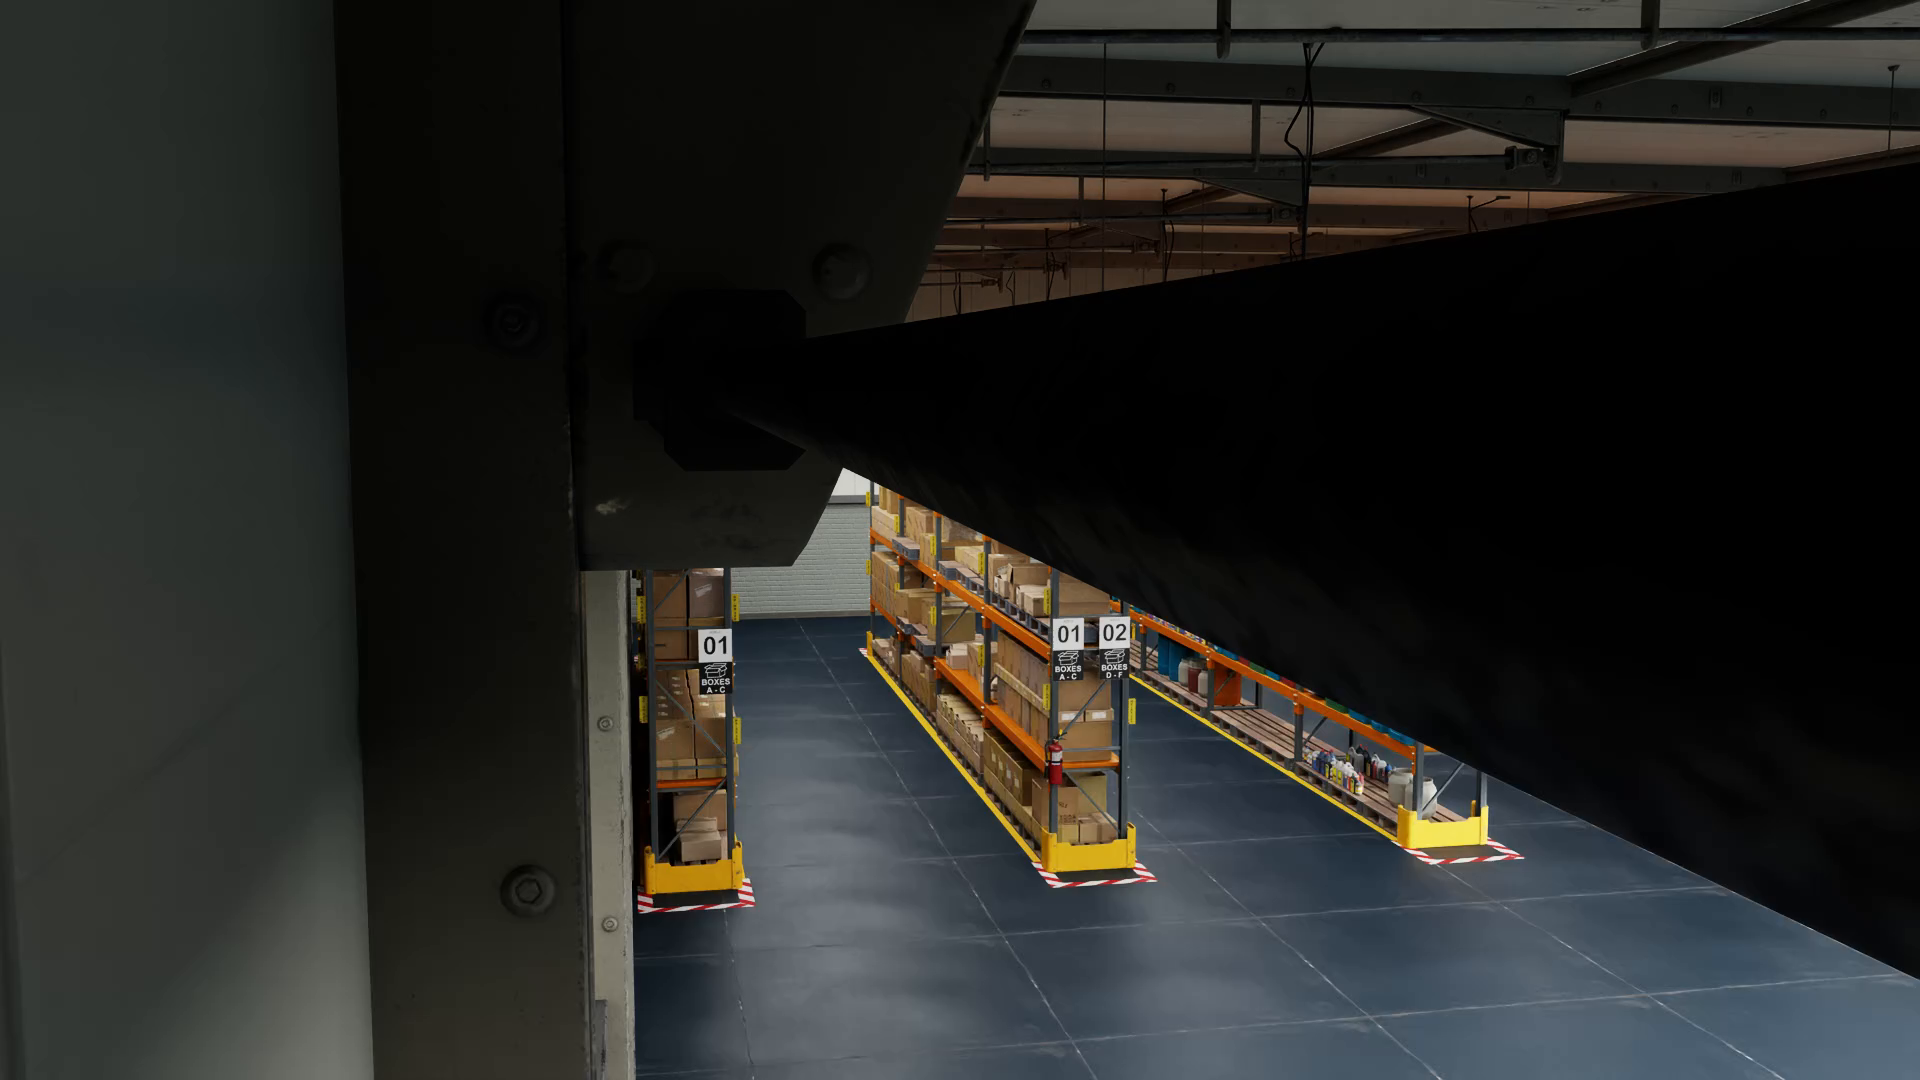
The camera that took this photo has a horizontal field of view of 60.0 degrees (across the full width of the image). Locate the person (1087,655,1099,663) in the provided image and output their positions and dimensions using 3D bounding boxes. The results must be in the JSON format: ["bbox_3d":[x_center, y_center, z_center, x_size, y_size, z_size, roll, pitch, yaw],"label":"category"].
[{"bbox_3d":[2.695,2.050,32.834,0.540,1.660,1.026,0,6,1],"label":"person"}]
